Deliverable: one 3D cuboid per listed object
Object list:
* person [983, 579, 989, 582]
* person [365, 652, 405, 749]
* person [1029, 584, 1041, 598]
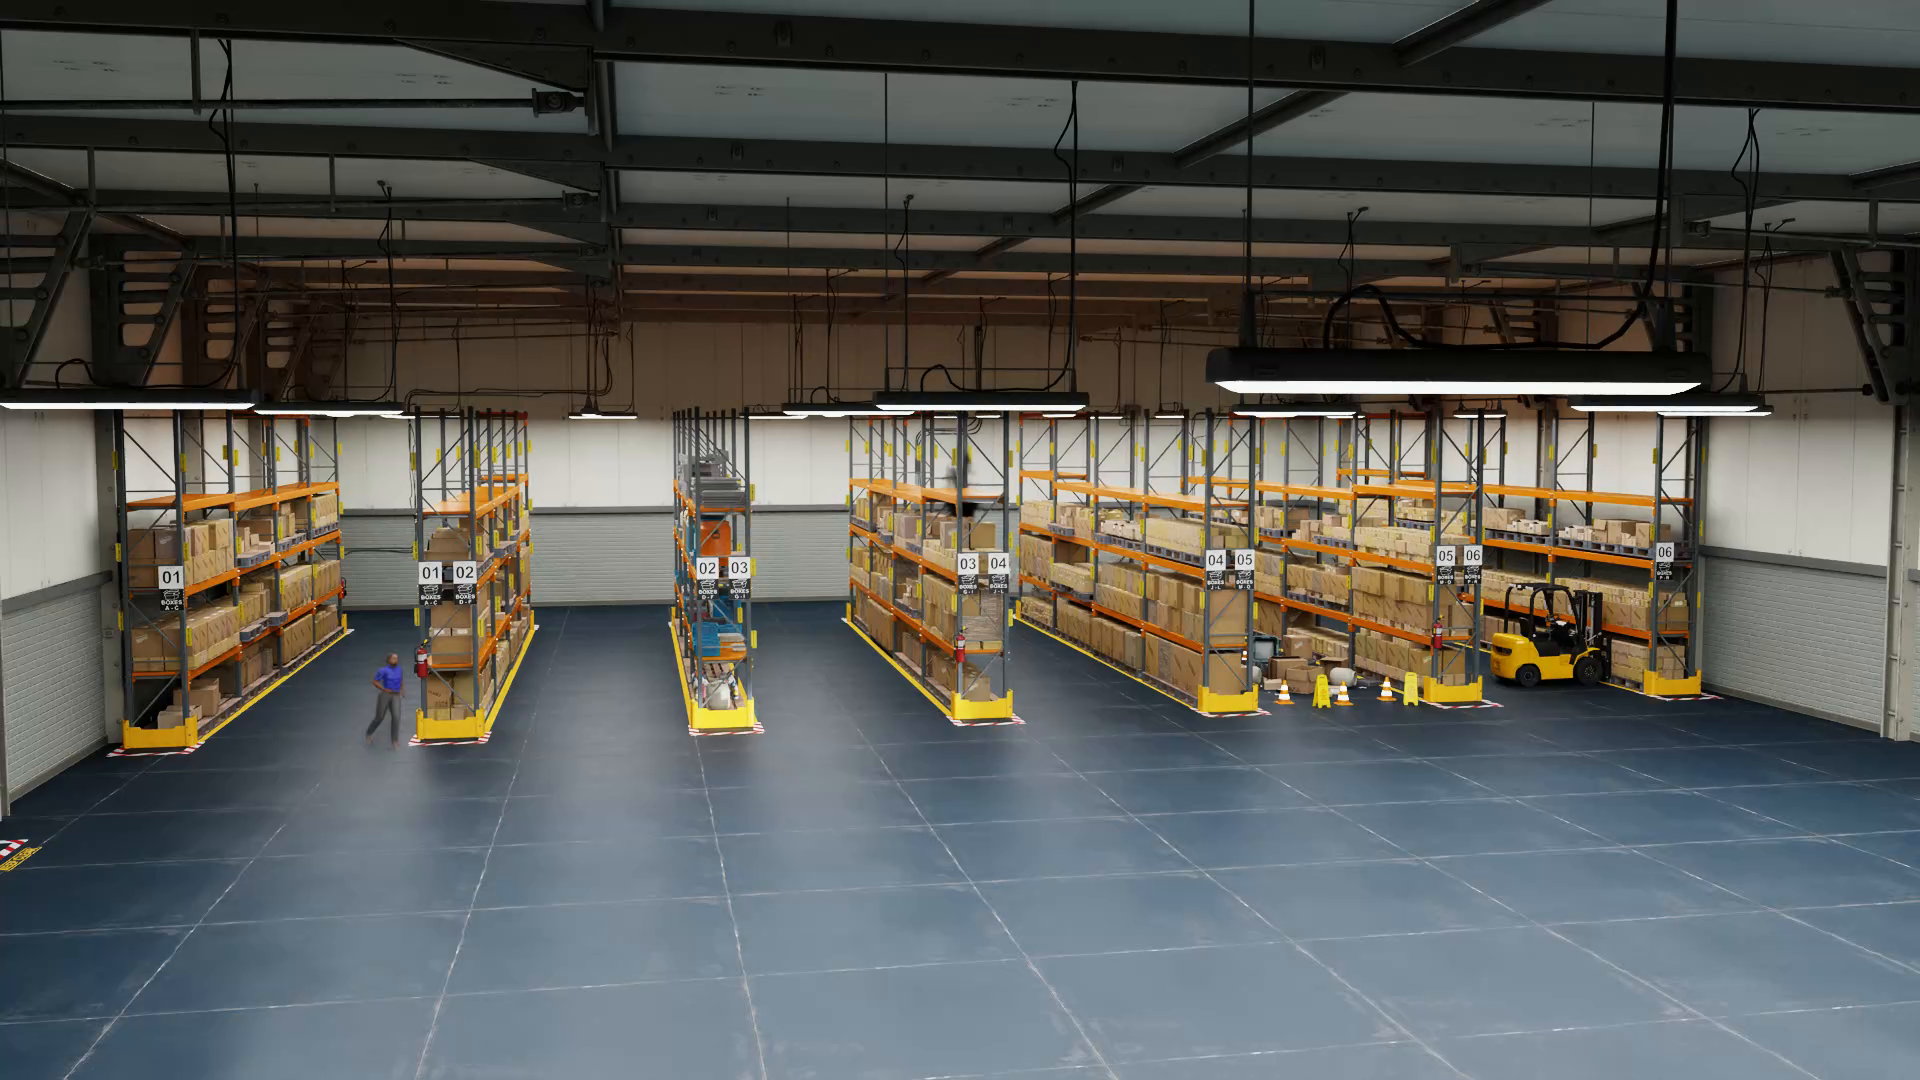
[{"bbox_3d":[0.749,1.440,49.348,0.685,1.622,0.573,4,6,45],"label":"person"},{"bbox_3d":[-10.059,2.818,29.357,0.901,1.639,0.663,4,6,43],"label":"person"},{"bbox_3d":[2.330,1.316,49.649,0.851,1.741,0.696,-1,4,-18],"label":"person"}]
